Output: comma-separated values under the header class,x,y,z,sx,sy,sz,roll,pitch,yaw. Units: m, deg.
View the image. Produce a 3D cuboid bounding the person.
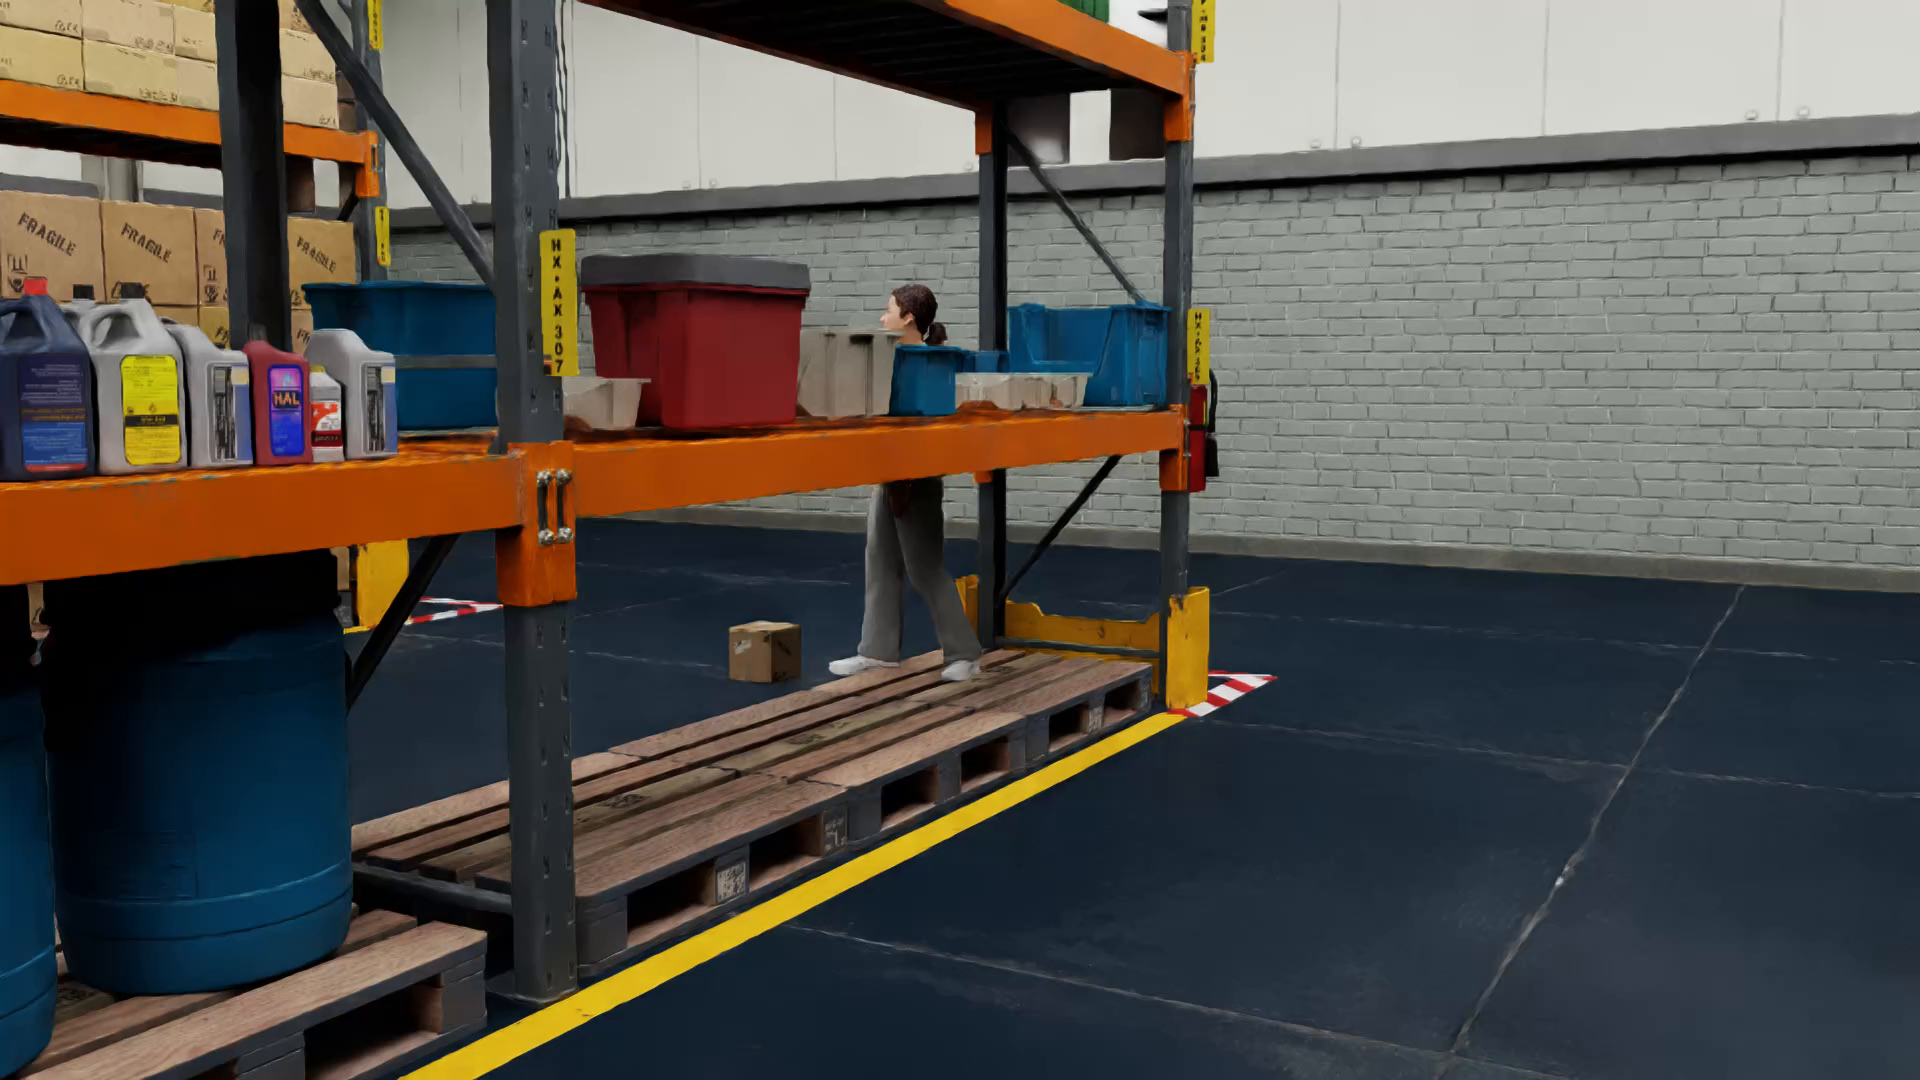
class,x,y,z,sx,sy,sz,roll,pitch,yaw
person,-0.206,-0.225,6.918,0.560,1.665,0.617,-2,6,-21
